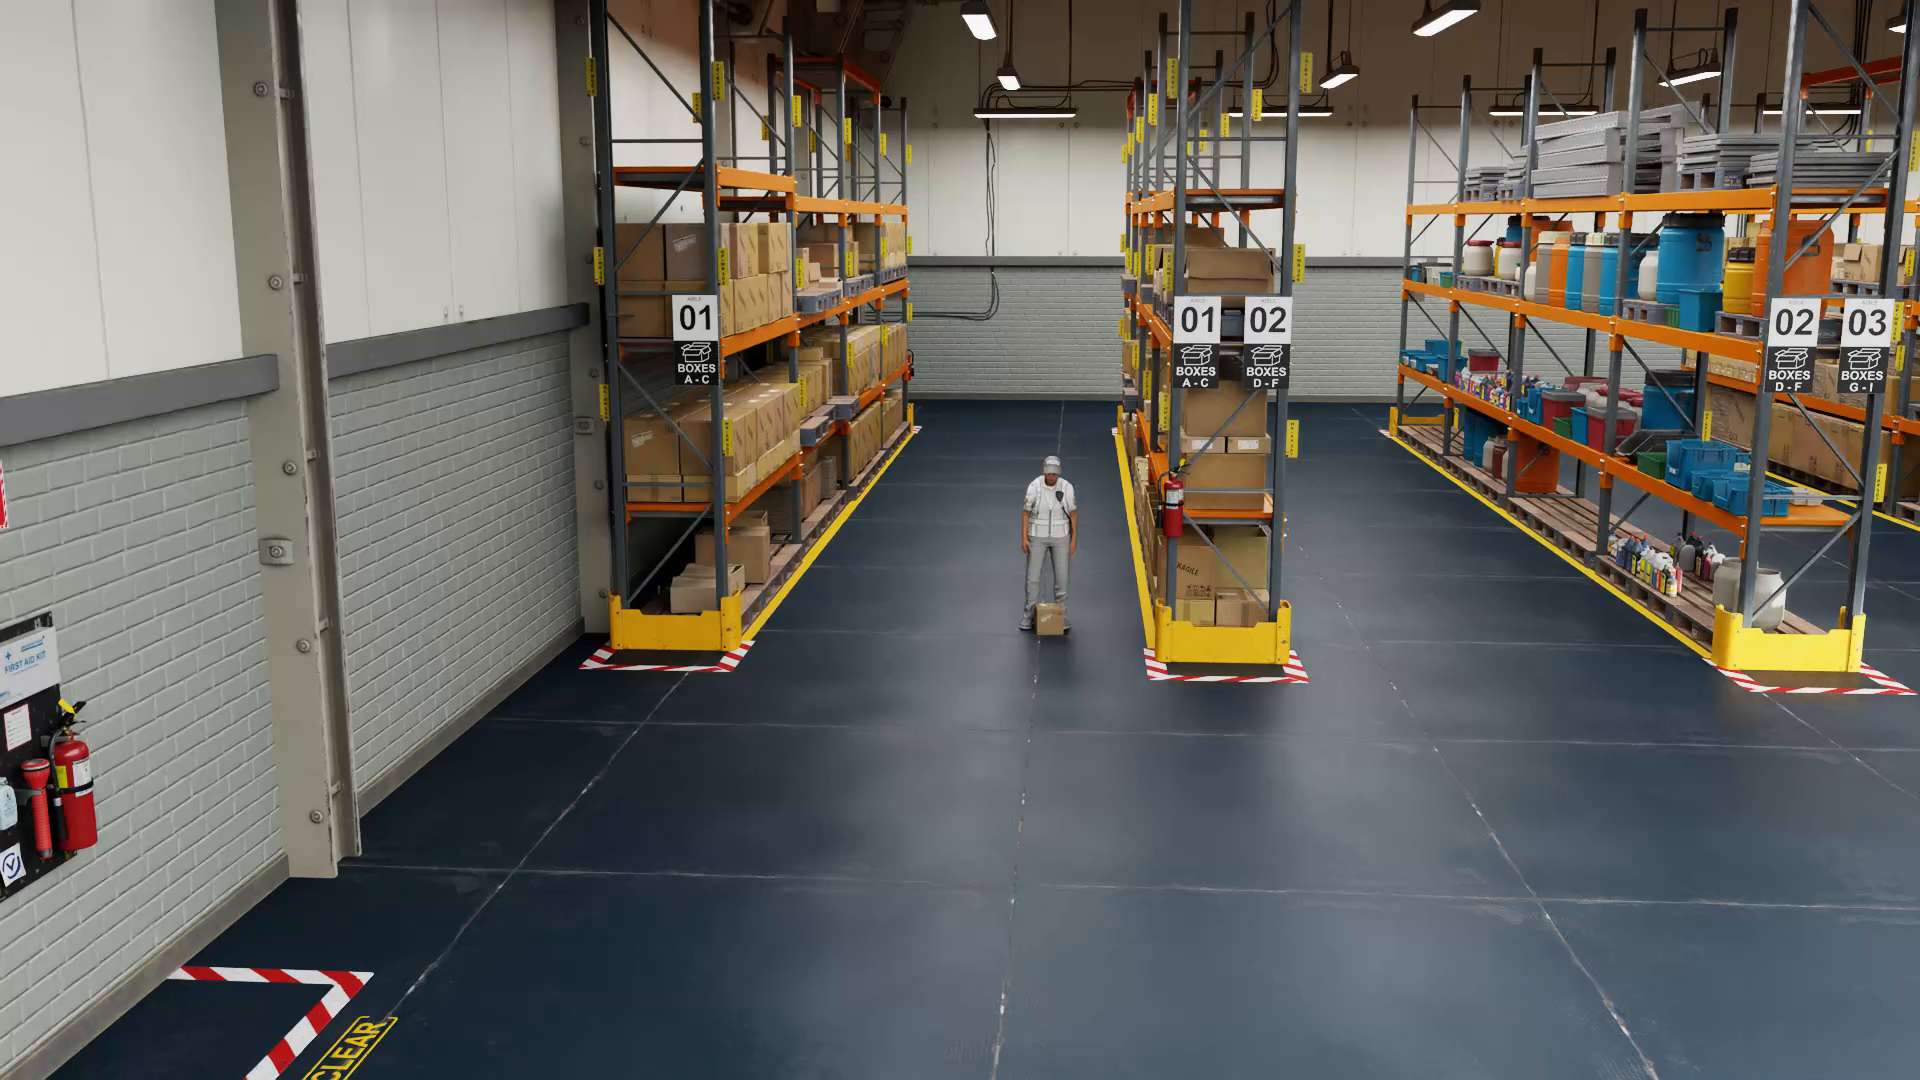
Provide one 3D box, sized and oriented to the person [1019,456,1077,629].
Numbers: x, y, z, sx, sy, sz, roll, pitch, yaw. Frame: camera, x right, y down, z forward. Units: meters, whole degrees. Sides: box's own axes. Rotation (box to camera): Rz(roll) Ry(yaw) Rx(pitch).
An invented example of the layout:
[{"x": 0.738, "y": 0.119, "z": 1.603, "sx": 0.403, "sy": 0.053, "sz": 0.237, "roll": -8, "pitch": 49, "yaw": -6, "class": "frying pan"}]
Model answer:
[{"x": 0.841, "y": 0.014, "z": 15.841, "sx": 0.548, "sy": 1.666, "sz": 0.473, "roll": 0, "pitch": 11, "yaw": 2, "class": "person"}]
